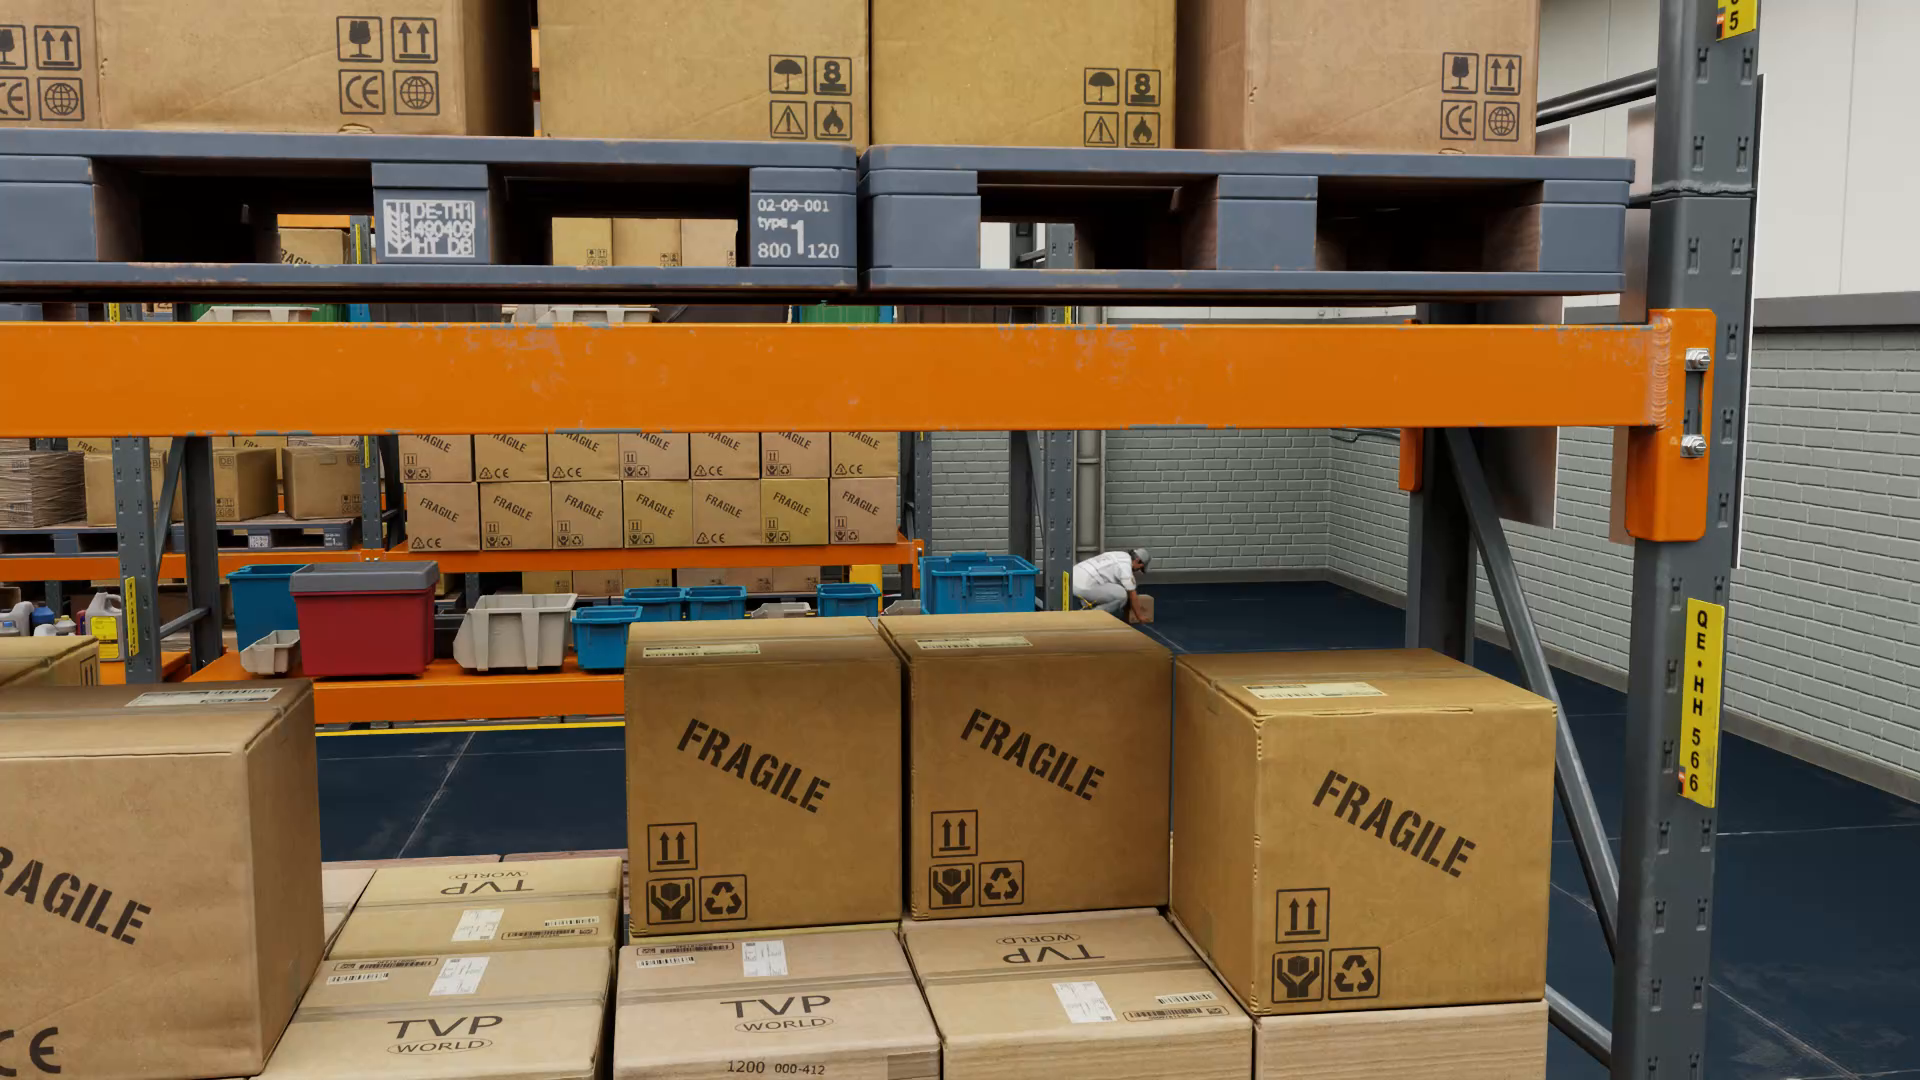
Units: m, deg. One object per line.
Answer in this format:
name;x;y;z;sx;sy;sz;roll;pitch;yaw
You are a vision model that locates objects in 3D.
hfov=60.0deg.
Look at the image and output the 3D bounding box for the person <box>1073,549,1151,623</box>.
person;1.504;0.500;16.854;0.899;0.816;0.526;-1;7;-9
